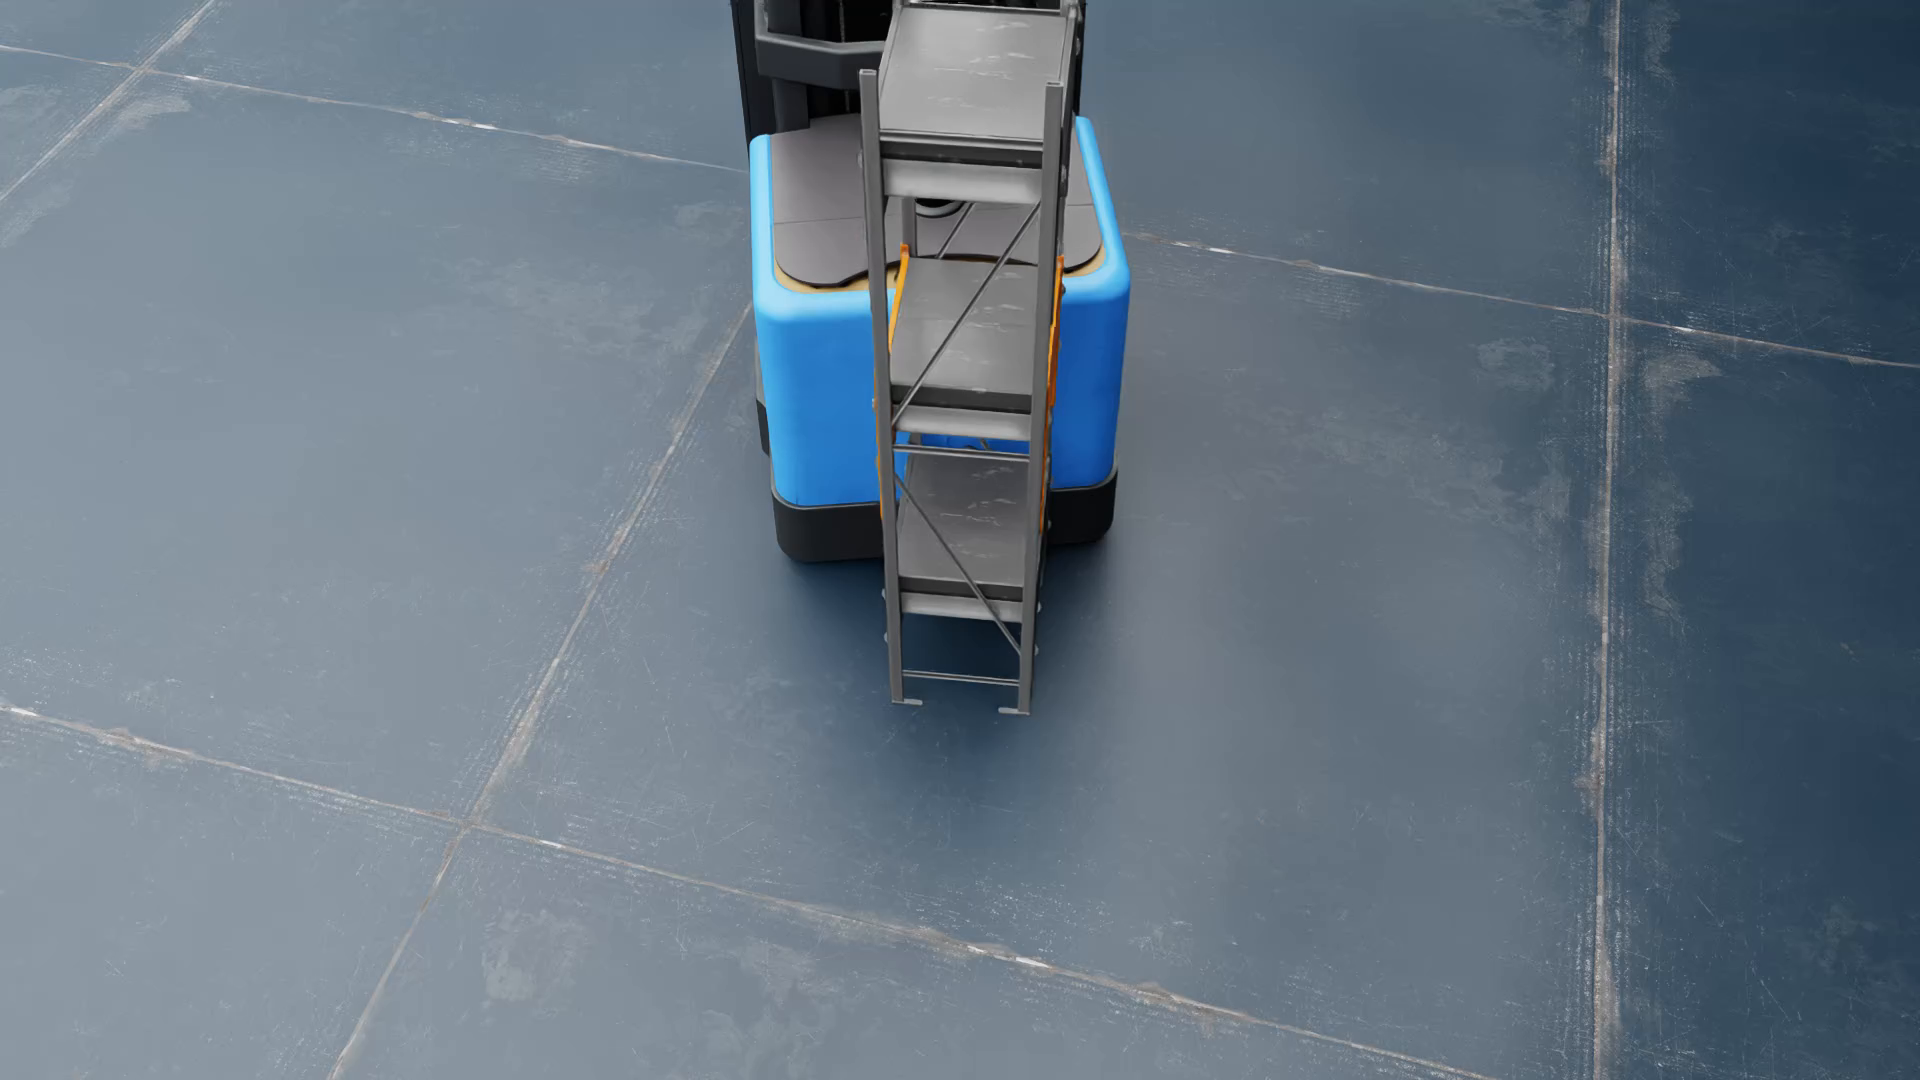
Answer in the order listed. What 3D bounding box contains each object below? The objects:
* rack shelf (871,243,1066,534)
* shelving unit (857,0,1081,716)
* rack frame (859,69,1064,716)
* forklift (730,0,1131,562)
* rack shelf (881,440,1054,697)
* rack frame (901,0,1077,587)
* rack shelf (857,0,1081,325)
[{"bbox_3d":[0.029,-0.380,4.203,0.431,0.518,0.480,5,49,4],"label":"rack shelf"},{"bbox_3d":[0.029,-0.389,4.193,0.431,2.100,0.503,5,49,4],"label":"shelving unit"},{"bbox_3d":[0.002,-0.208,4.033,0.400,2.100,0.015,5,49,4],"label":"rack frame"},{"bbox_3d":[-0.181,-2.015,5.074,1.130,2.935,3.031,-4,49,-4],"label":"forklift"},{"bbox_3d":[0.029,0.083,4.728,0.431,0.518,0.480,5,49,4],"label":"rack shelf"},{"bbox_3d":[0.056,-0.571,4.354,0.400,2.100,0.015,5,49,4],"label":"rack frame"},{"bbox_3d":[0.029,-0.844,3.679,0.431,0.518,0.480,5,49,4],"label":"rack shelf"}]
